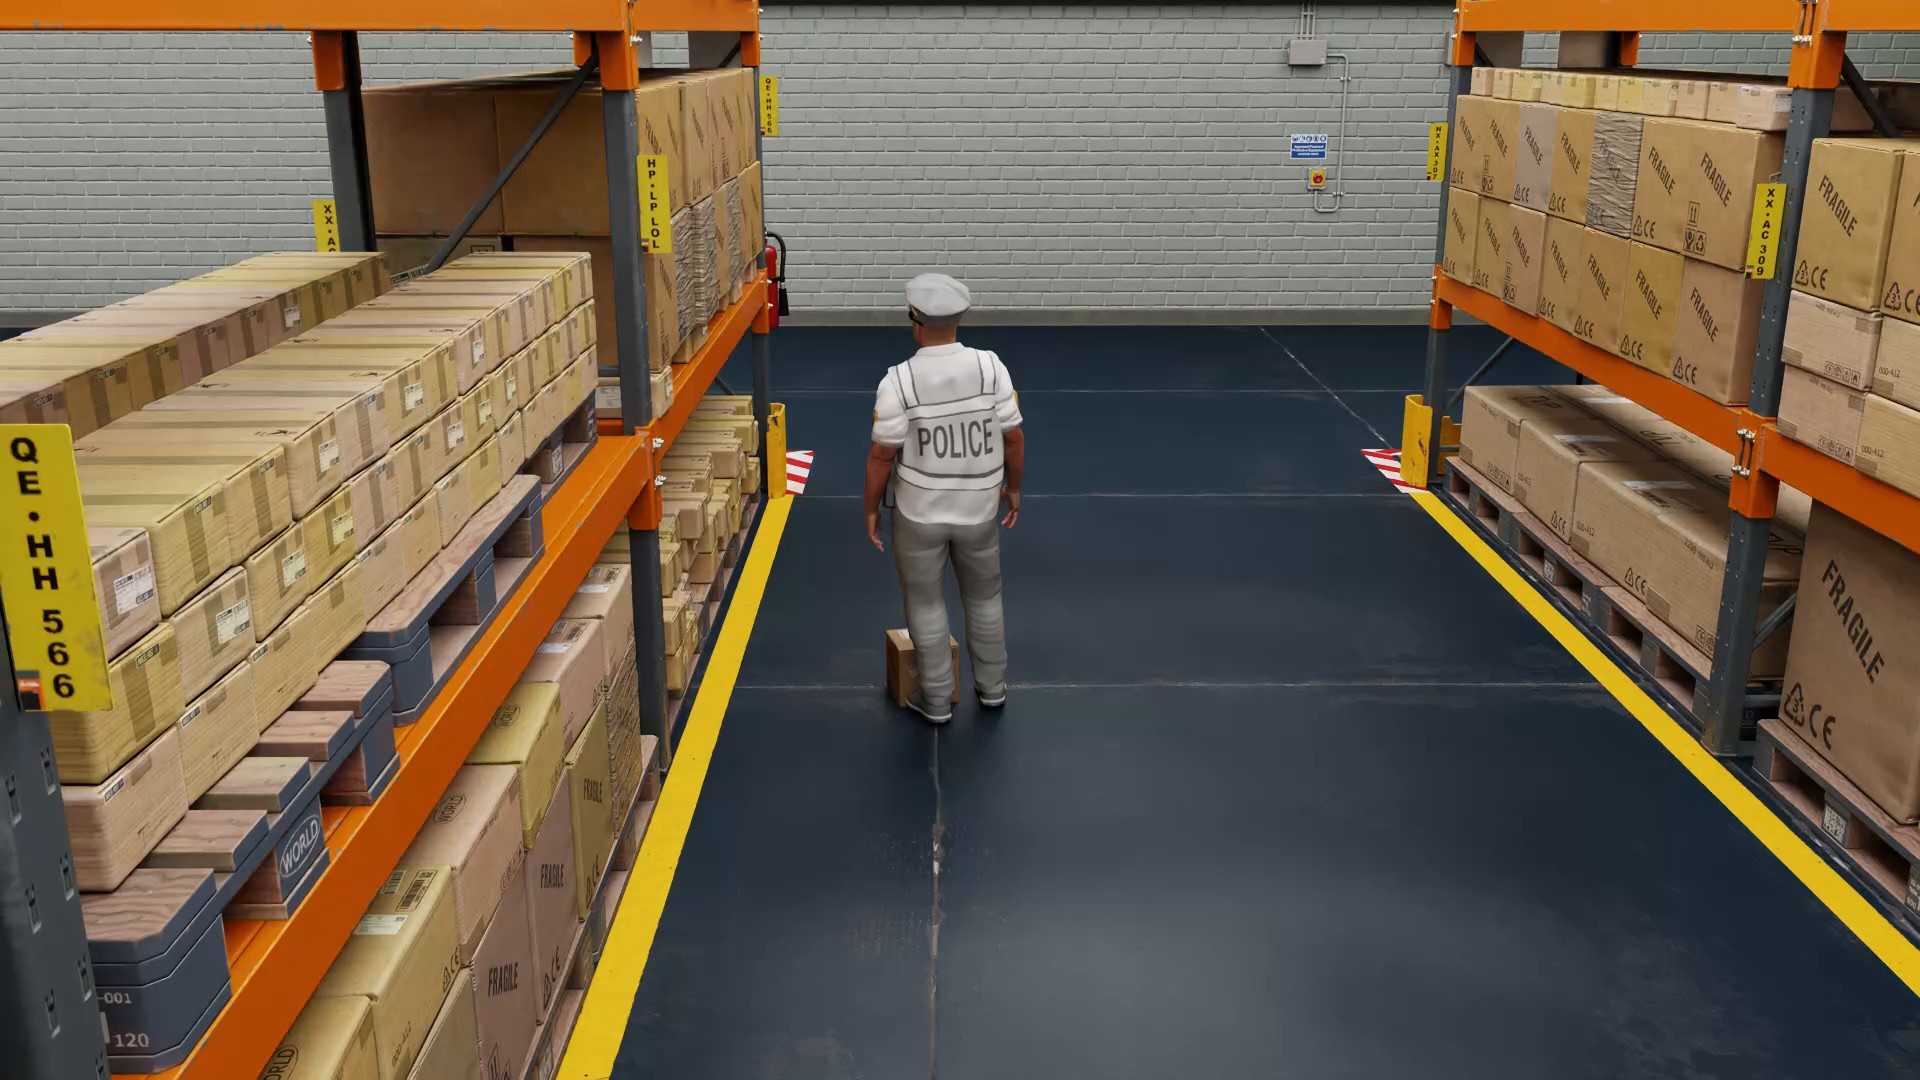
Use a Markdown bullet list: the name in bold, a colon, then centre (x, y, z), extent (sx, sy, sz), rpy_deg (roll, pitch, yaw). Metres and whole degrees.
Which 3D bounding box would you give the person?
- **person**: centre (-0.073, -0.159, 6.473), extent (0.640, 1.781, 0.575), rpy_deg (-4, 18, -14)
